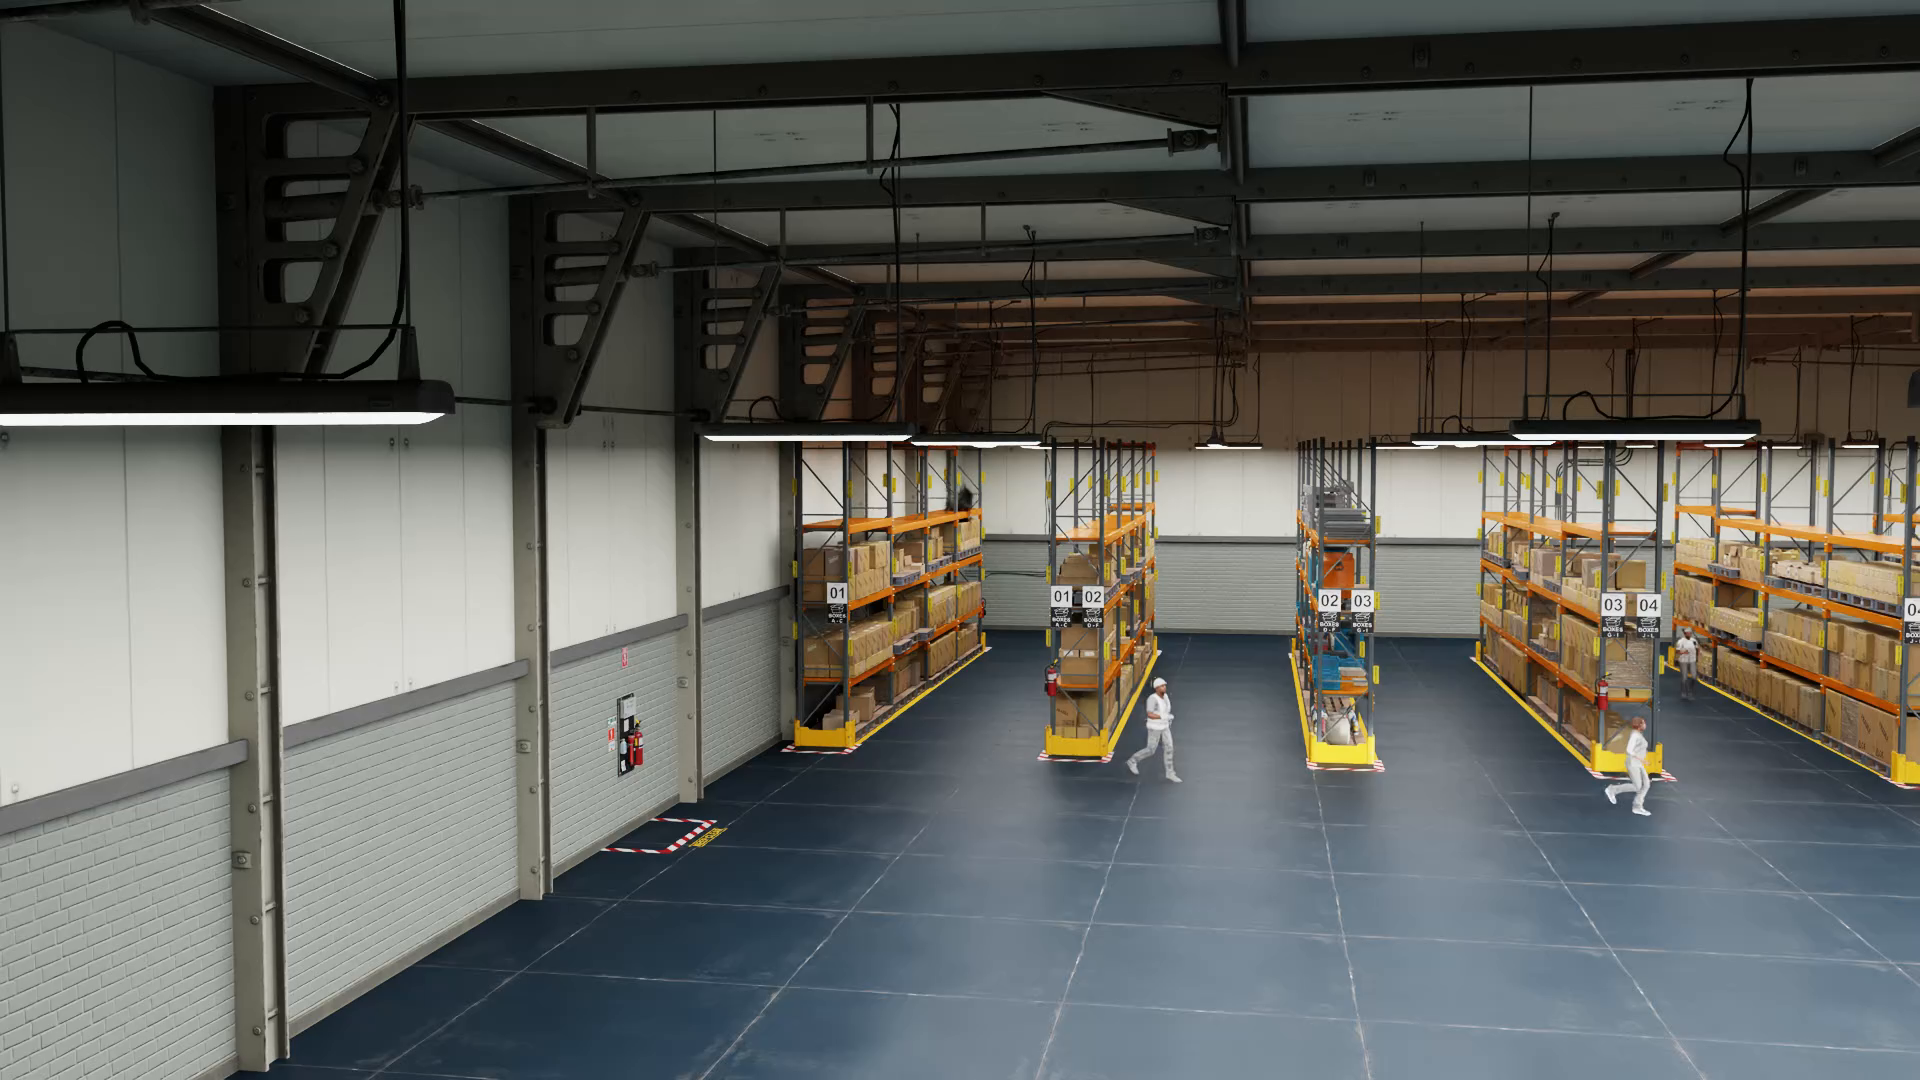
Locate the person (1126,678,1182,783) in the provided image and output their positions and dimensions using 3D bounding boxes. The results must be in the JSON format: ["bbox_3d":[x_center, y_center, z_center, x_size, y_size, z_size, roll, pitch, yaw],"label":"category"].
[{"bbox_3d":[3.415,3.293,28.981,0.996,1.792,0.693,2,4,38],"label":"person"}]

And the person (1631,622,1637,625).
[{"bbox_3d":[18.131,2.492,45.322,0.622,1.697,0.722,-2,4,-33],"label":"person"}]

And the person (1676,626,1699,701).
[{"bbox_3d":[16.816,2.856,38.372,0.555,1.727,0.660,1,3,11],"label":"person"}]

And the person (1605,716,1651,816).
[{"bbox_3d":[10.603,3.555,26.316,0.694,1.561,0.525,2,4,33],"label":"person"}]
